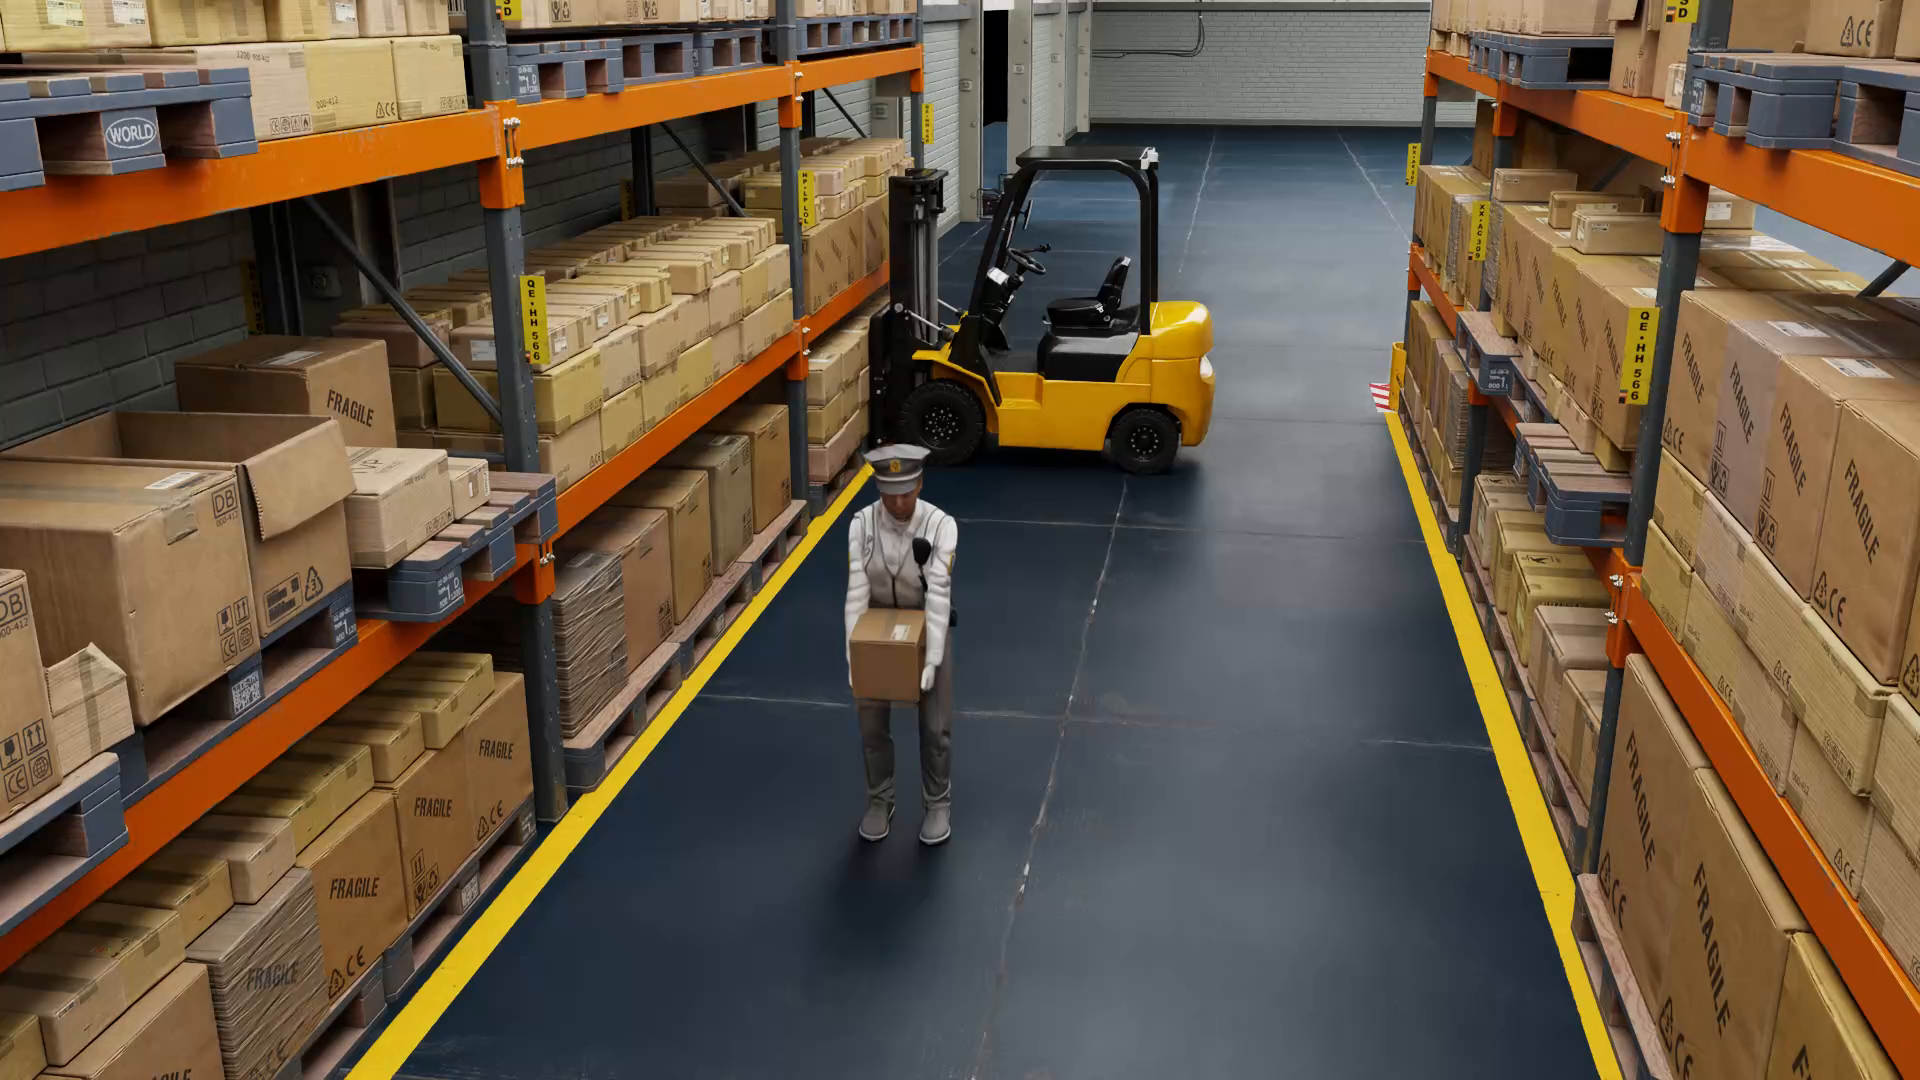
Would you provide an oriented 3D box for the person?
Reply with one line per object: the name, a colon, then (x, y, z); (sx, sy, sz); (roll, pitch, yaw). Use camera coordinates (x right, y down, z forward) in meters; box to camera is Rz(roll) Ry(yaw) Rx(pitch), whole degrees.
person: (-0.215, 0.411, 6.366); (0.412, 1.626, 0.559); (3, 18, 8)
